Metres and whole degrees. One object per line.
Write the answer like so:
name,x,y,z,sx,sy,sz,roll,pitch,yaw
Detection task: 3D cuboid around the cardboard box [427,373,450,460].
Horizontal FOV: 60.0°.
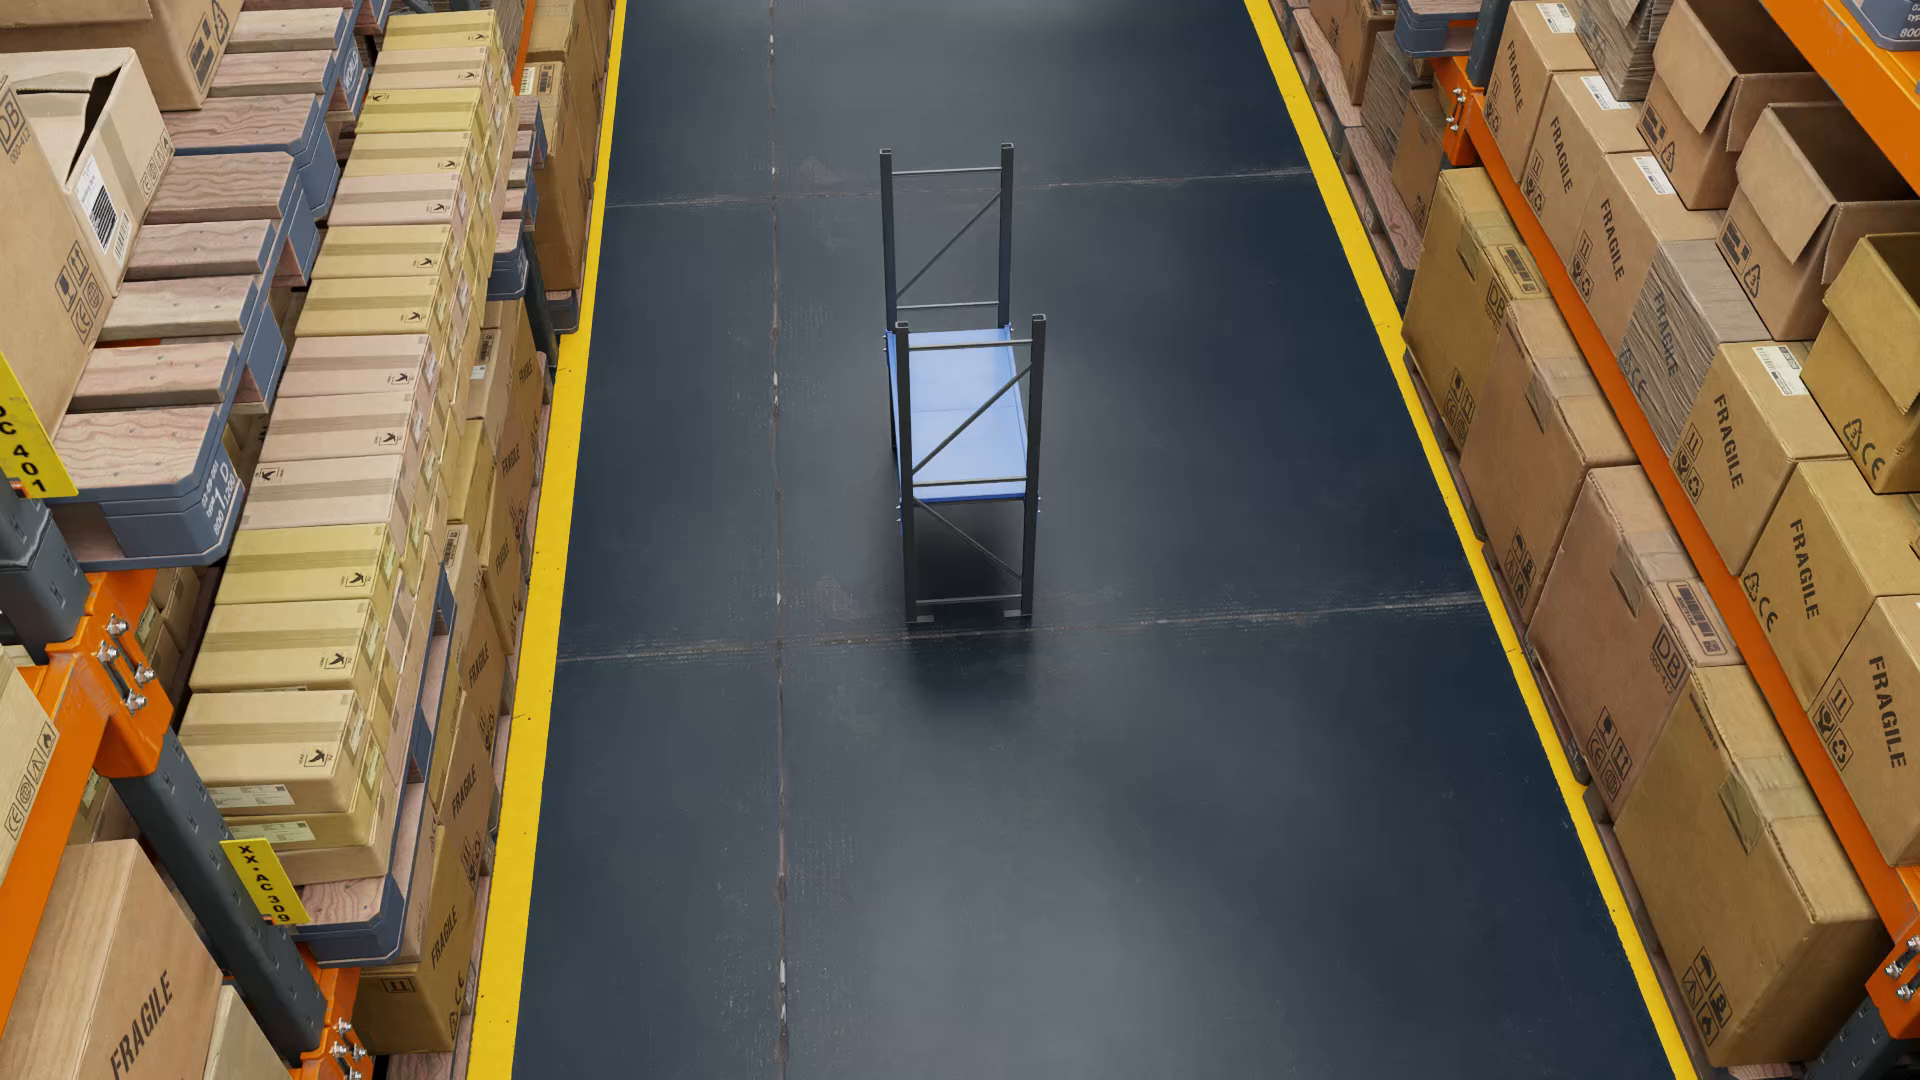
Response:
cardboard box,-1.706,-0.357,4.837,0.380,0.149,0.250,-4,47,-4

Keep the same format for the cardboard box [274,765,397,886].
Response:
cardboard box,-1.591,0.695,4.047,0.380,0.149,0.250,-6,47,-5

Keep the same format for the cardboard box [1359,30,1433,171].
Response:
cardboard box,2.464,-2.233,8.354,0.700,0.500,0.500,-7,47,-7

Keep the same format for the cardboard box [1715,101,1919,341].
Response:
cardboard box,2.759,-0.950,4.960,0.797,0.503,0.637,-2,47,-2

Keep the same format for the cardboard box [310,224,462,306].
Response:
cardboard box,-1.747,-0.829,5.079,0.380,0.149,0.250,-1,47,-1

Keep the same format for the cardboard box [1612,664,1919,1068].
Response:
cardboard box,2.861,0.962,5.084,1.225,0.875,0.875,-3,47,-3

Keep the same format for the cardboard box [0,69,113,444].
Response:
cardboard box,-1.939,-0.426,2.800,0.700,0.500,0.500,-3,47,-3

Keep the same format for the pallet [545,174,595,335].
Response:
pallet,-2.342,-1.445,8.109,1.003,0.211,1.213,-3,47,-3

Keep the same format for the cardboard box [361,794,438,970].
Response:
cardboard box,-1.815,0.972,4.816,0.500,0.250,0.500,-5,47,-5

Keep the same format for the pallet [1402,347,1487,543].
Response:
pallet,2.591,-0.523,7.236,1.003,0.211,1.213,-3,47,-3

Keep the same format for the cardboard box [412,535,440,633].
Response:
cardboard box,-1.657,0.131,4.580,0.380,0.149,0.250,-3,47,-3

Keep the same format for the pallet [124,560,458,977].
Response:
pallet,-1.936,0.570,4.413,1.003,0.211,1.213,-3,47,-3

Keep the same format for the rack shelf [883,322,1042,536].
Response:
rack shelf,-0.007,-0.454,6.531,0.538,0.185,1.000,-3,47,-3

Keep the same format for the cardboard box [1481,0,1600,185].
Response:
cardboard box,2.369,-1.723,6.384,0.500,0.500,0.500,-2,47,-2

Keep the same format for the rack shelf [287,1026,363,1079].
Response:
rack shelf,-1.849,2.760,2.702,1.077,0.370,4.000,-3,47,-3

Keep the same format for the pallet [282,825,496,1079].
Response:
pallet,-2.083,1.461,5.357,1.003,0.211,1.213,-3,47,-3

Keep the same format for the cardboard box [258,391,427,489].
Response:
cardboard box,-1.680,-0.263,4.544,0.380,0.149,0.250,-4,47,-4

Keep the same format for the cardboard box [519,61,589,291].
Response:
cardboard box,-2.313,-1.645,7.639,1.050,0.750,0.750,-4,47,-4

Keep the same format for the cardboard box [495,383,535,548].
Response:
cardboard box,-1.996,-0.277,6.516,0.500,0.500,0.500,-2,47,-2

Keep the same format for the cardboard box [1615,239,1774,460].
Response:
cardboard box,2.501,-0.618,5.337,0.500,0.500,0.500,-3,47,-3

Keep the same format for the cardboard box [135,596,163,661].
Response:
cardboard box,-2.288,0.259,4.254,0.380,0.149,0.250,-2,47,-2

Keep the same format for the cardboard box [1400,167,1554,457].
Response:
cardboard box,2.637,-0.970,6.913,1.225,0.875,0.875,-5,47,-5

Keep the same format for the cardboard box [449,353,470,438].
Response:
cardboard box,-1.724,-0.432,5.114,0.380,0.149,0.250,-5,47,-5

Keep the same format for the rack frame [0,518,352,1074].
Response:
rack frame,-2.016,1.066,3.811,1.000,3.000,0.127,-3,47,-3

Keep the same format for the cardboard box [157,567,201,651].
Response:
cardboard box,-2.309,0.182,4.532,0.380,0.149,0.250,-6,47,-5

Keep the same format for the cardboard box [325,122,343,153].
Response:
cardboard box,-2.515,-1.551,6.173,0.380,0.149,0.250,-4,47,-4

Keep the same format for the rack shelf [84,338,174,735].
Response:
rack shelf,-2.184,-1.166,4.354,1.077,0.370,4.000,-3,47,-3

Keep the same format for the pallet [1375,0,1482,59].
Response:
pallet,2.434,-2.500,7.320,1.213,0.211,1.003,-3,47,-3

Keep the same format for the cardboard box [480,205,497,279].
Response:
cardboard box,-1.794,-1.011,5.662,0.380,0.149,0.250,-4,47,-4

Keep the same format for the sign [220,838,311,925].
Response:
sign,-1.476,0.729,3.534,0.100,0.325,0.005,-3,47,-3

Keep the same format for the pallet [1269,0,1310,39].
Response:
pallet,2.331,-3.429,9.988,1.003,0.211,1.213,-3,47,-3

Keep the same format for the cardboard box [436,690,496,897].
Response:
cardboard box,-1.860,0.847,5.451,0.500,0.500,0.500,-2,47,-1

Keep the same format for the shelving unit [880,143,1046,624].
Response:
shelving unit,-0.007,-0.577,6.400,0.538,1.500,1.048,-3,47,-3

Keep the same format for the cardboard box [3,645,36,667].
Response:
cardboard box,-2.268,0.330,3.982,0.380,0.149,0.250,-5,47,-4

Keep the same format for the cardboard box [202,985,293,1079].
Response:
cardboard box,-1.694,1.262,3.352,0.500,0.500,0.500,-3,47,-3

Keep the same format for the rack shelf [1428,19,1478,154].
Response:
rack shelf,2.432,-3.257,8.400,1.077,0.370,4.000,-3,47,-3

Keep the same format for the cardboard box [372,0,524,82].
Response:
cardboard box,-2.120,-2.204,6.839,0.500,0.500,0.500,-3,47,-3

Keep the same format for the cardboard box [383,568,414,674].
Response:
cardboard box,-1.637,0.218,4.293,0.380,0.149,0.250,-2,47,-2

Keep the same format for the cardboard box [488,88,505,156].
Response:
cardboard box,-1.832,-1.466,5.888,0.380,0.149,0.250,-2,47,-2

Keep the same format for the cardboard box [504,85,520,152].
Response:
cardboard box,-1.852,-1.558,6.179,0.380,0.149,0.250,-3,47,-3

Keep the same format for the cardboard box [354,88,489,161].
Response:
cardboard box,-1.813,-1.393,5.614,0.380,0.149,0.250,-2,47,-2

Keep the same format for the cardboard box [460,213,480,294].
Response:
cardboard box,-1.769,-0.915,5.366,0.380,0.149,0.250,-4,47,-4

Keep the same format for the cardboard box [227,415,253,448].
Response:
cardboard box,-2.382,-0.403,5.086,0.380,0.149,0.250,-5,47,-5

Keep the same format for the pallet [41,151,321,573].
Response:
pallet,-1.962,-0.354,3.220,1.213,0.211,1.003,-3,47,-3

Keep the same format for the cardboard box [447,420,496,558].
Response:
cardboard box,-1.953,-0.159,5.887,0.500,0.250,0.500,-2,47,-2

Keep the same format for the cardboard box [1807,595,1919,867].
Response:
cardboard box,2.623,0.481,4.296,0.500,0.500,0.500,-3,47,-3

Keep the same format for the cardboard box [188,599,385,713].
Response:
cardboard box,-1.621,0.289,4.021,0.380,0.149,0.250,-2,47,-2
